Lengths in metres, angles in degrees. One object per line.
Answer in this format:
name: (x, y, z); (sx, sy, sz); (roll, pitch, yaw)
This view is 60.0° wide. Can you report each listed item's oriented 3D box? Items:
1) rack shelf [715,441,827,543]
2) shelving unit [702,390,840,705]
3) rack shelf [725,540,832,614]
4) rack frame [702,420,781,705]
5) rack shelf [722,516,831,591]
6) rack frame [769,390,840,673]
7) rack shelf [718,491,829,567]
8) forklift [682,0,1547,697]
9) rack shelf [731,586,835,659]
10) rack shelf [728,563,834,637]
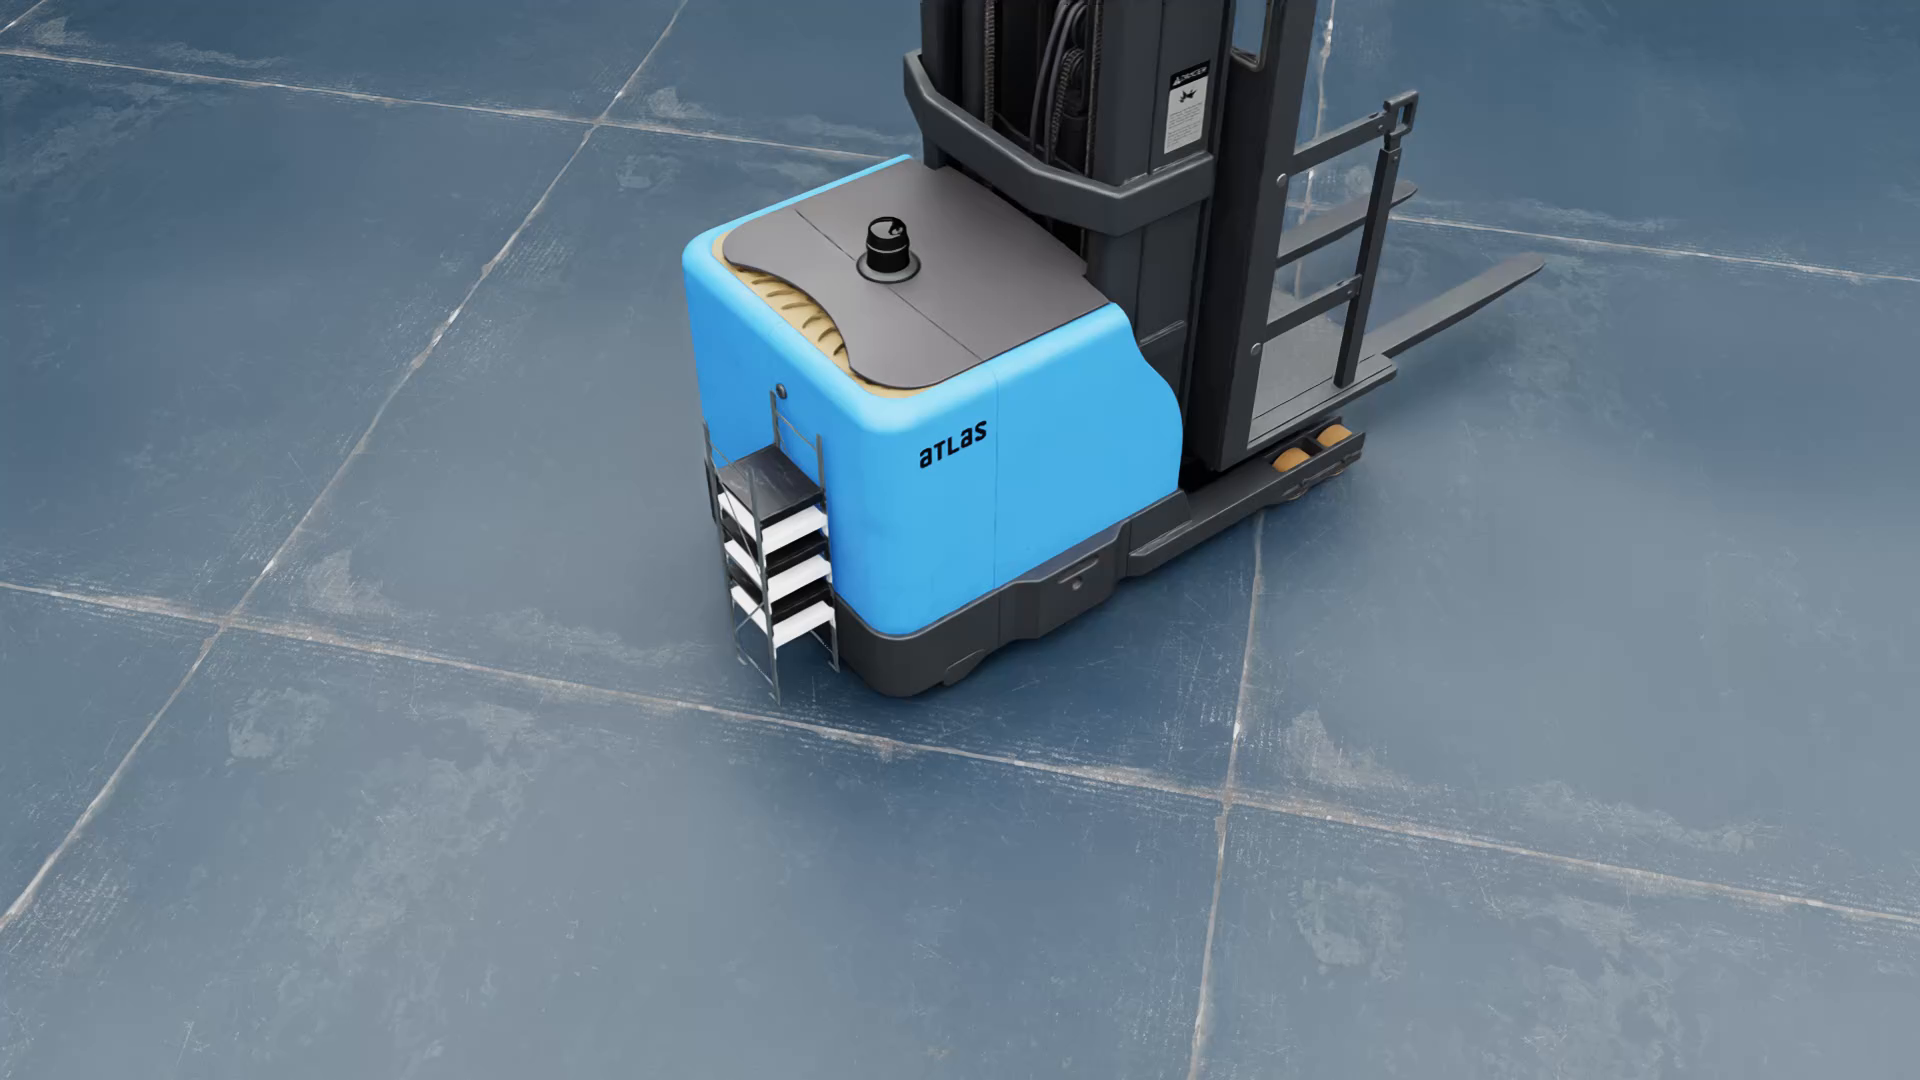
rack shelf: (-0.506, -0.131, 4.396); (0.200, 0.077, 0.258); (-28, 50, -26)
shelving unit: (-0.506, 0.040, 4.560); (0.210, 0.900, 0.258); (-28, 50, -26)
rack shelf: (-0.506, 0.064, 4.583); (0.200, 0.077, 0.258); (-28, 50, -26)
rack frame: (-0.588, 0.082, 4.516); (0.006, 0.900, 0.240); (-28, 50, -26)
rack shelf: (-0.506, -0.001, 4.521); (0.200, 0.077, 0.258); (-28, 50, -26)
rack frame: (-0.425, -0.003, 4.604); (0.006, 0.900, 0.240); (-28, 50, -26)
rack shelf: (-0.506, -0.066, 4.458); (0.200, 0.077, 0.258); (-28, 50, -26)
forklift: (0.701, -1.454, 4.647); (3.031, 2.935, 1.130); (-28, 50, -26)
rack shelf: (-0.506, 0.193, 4.708); (0.200, 0.077, 0.258); (-28, 50, -26)
rack shelf: (-0.506, 0.129, 4.645); (0.200, 0.077, 0.258); (-28, 50, -26)
